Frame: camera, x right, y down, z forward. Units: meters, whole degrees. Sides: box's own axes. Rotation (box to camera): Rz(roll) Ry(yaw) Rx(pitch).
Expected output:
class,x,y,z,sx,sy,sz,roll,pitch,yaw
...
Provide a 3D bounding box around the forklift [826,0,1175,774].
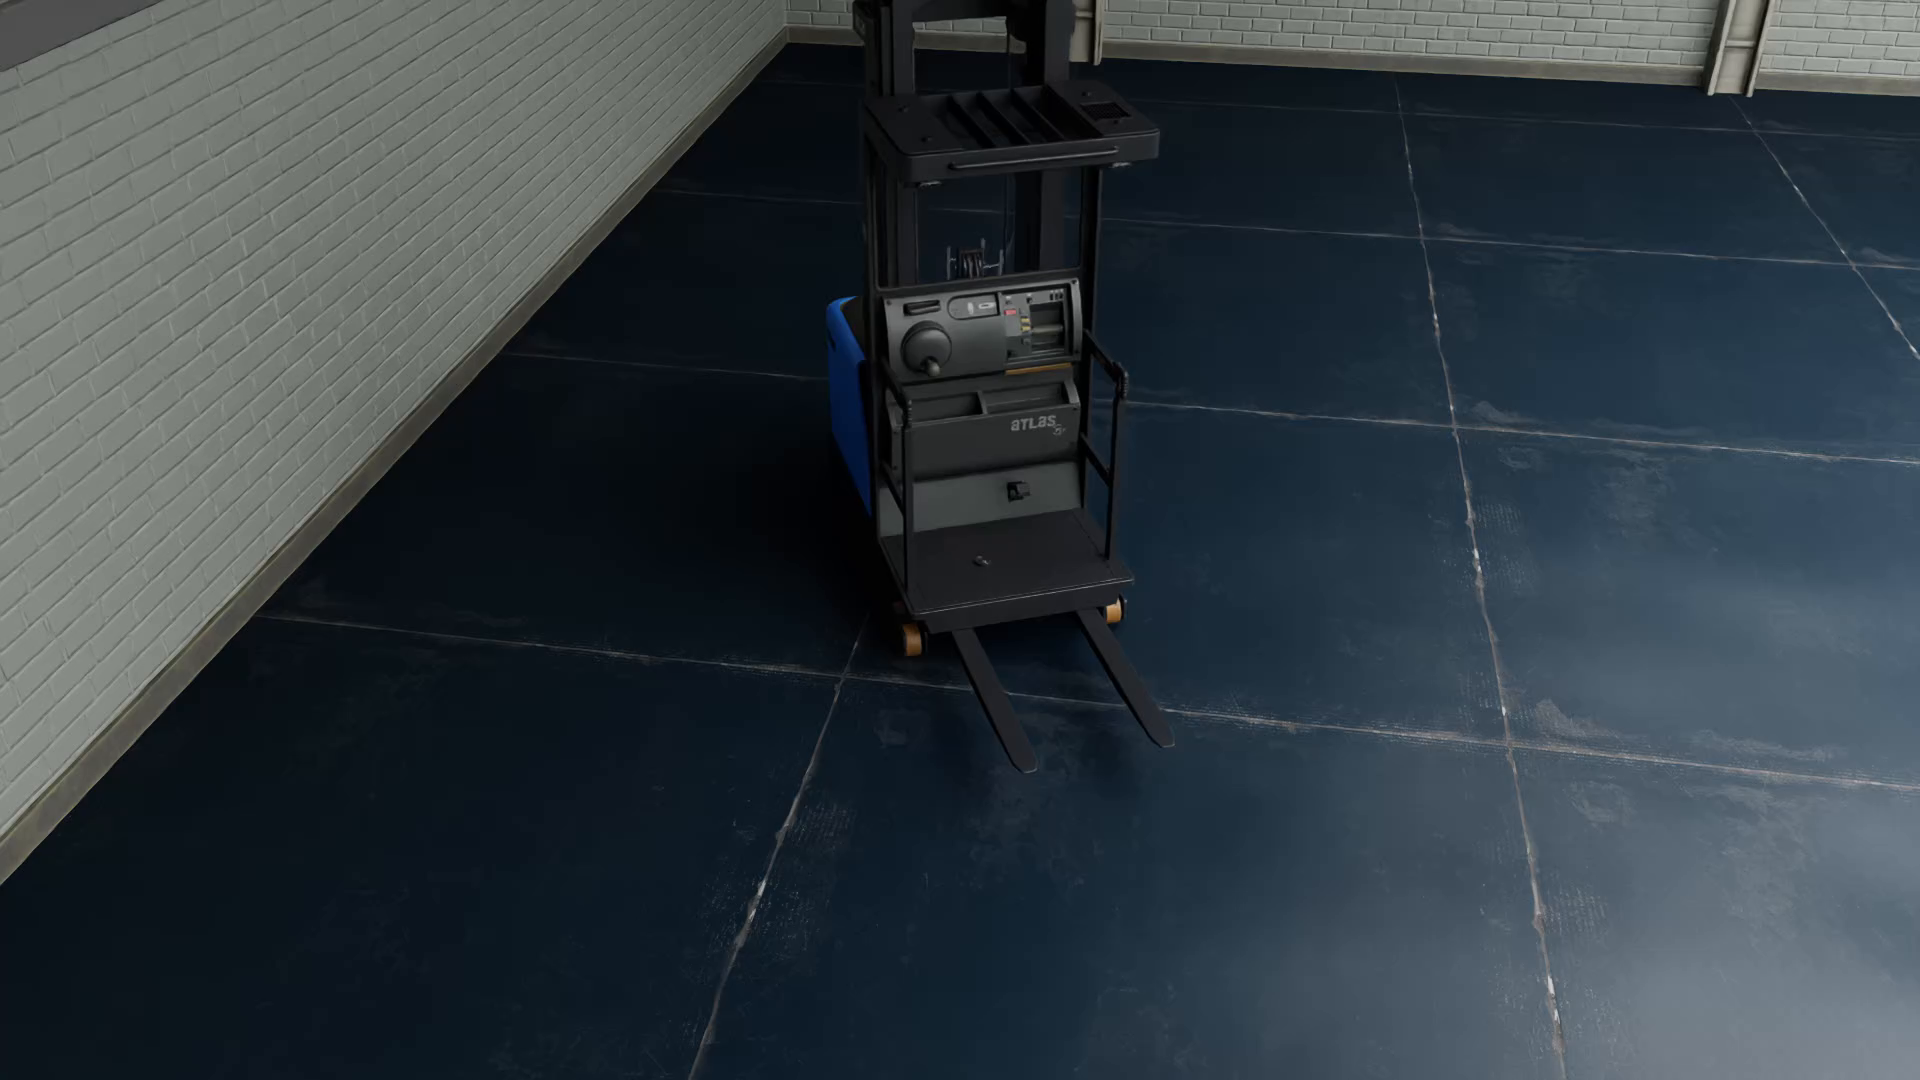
class,x,y,z,sx,sy,sz,roll,pitch,yaw
forklift,0.170,-0.920,7.458,1.130,2.935,3.031,-8,33,-13

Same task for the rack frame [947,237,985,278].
class,x,y,z,sx,sy,sz,roll,pitch,yaw
rack frame,0.030,-1.124,9.413,0.240,1.200,0.006,-17,36,-26

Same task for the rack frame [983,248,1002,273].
class,x,y,z,sx,sy,sz,roll,pitch,yaw
rack frame,0.123,-1.040,9.279,0.240,1.200,0.006,-17,36,-26

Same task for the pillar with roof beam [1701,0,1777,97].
class,x,y,z,sx,sy,sz,roll,pitch,yaw
pillar with roof beam,6.364,-5.718,9.404,0.400,9.000,9.100,5,32,8

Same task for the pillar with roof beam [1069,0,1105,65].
class,x,y,z,sx,sy,sz,roll,pitch,yaw
pillar with roof beam,0.449,-6.254,10.260,0.400,9.000,9.100,5,32,8

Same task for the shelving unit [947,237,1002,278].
class,x,y,z,sx,sy,sz,roll,pitch,yaw
shelving unit,0.077,-1.082,9.346,0.258,1.200,0.189,-17,36,-26
